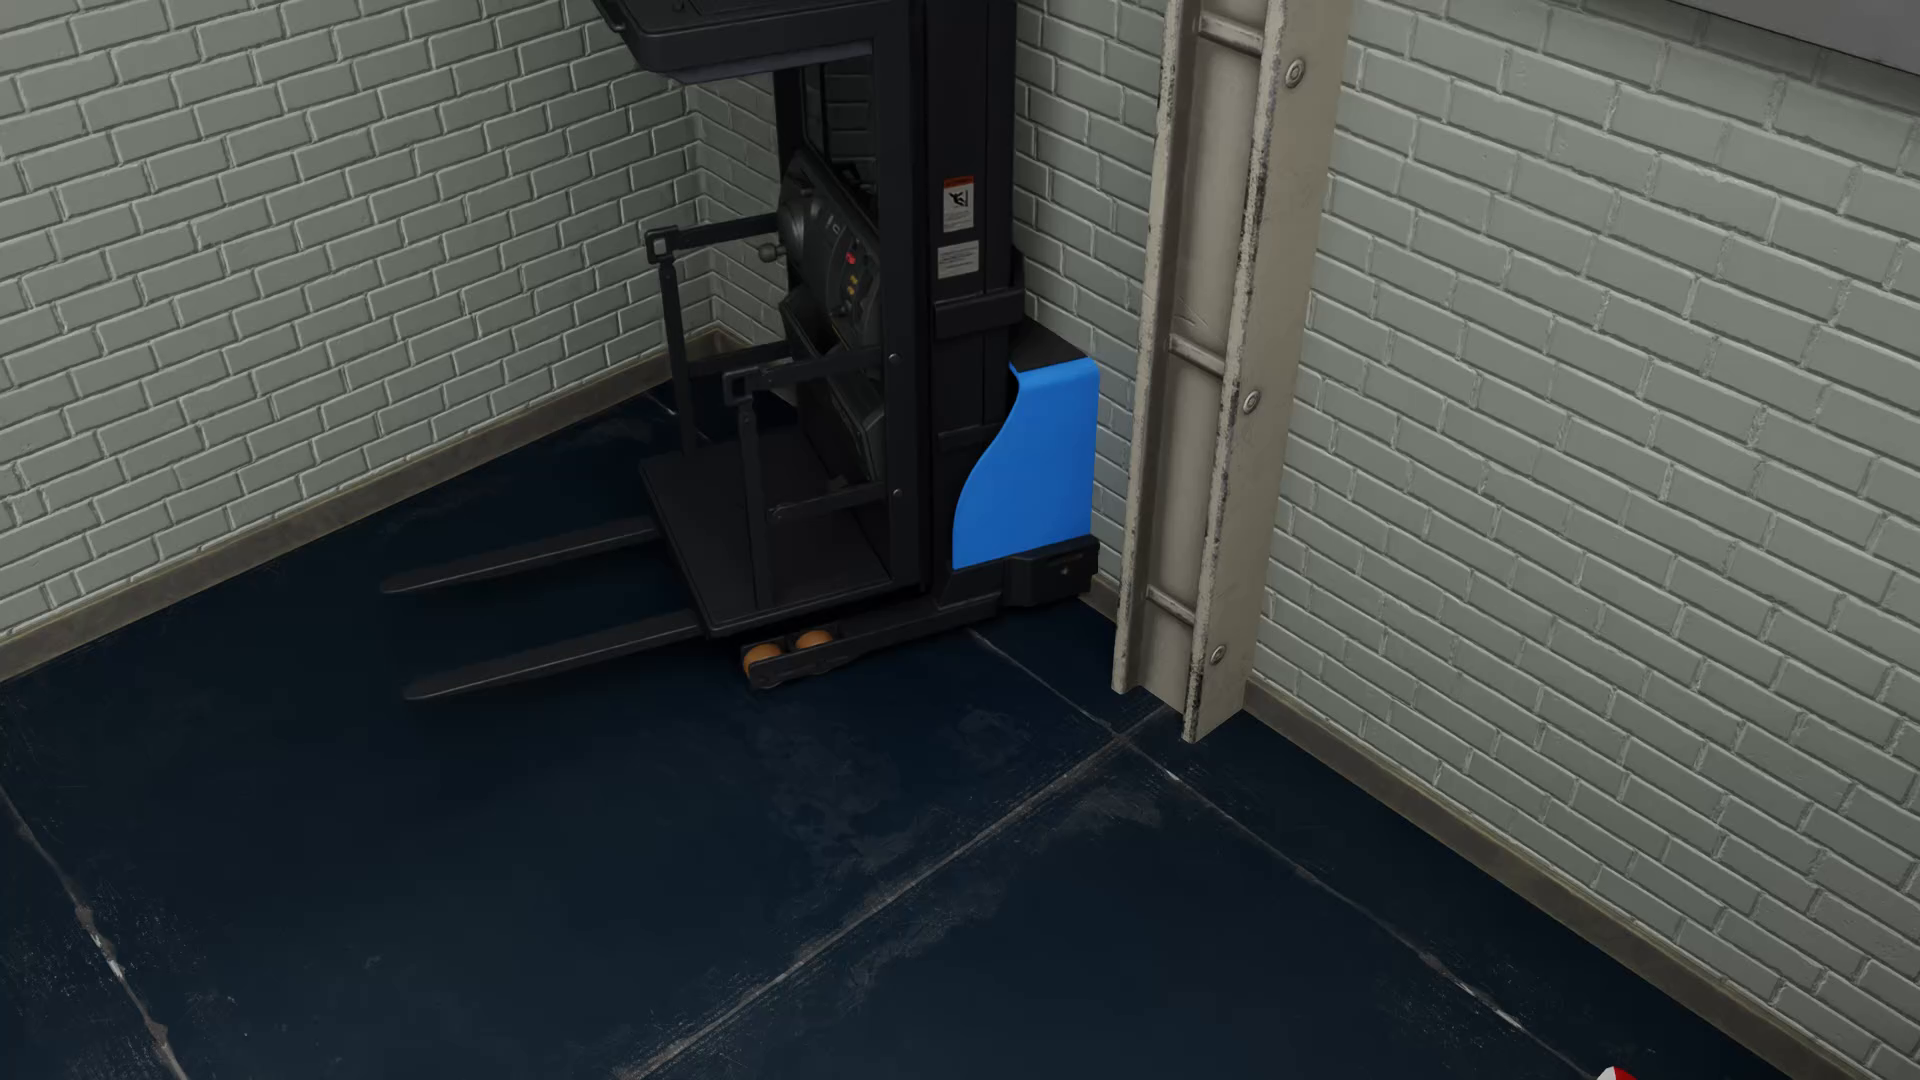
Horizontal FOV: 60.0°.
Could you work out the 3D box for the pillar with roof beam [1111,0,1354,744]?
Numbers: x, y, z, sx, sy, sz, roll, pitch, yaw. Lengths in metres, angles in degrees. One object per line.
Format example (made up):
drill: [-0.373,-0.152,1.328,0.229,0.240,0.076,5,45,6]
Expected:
pillar with roof beam: [-2.375,-1.107,0.959,9.100,9.000,0.400,-30,48,-32]

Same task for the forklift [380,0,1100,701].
forklift: [-0.636,-0.975,5.624,3.031,2.935,1.130,-15,41,-17]
